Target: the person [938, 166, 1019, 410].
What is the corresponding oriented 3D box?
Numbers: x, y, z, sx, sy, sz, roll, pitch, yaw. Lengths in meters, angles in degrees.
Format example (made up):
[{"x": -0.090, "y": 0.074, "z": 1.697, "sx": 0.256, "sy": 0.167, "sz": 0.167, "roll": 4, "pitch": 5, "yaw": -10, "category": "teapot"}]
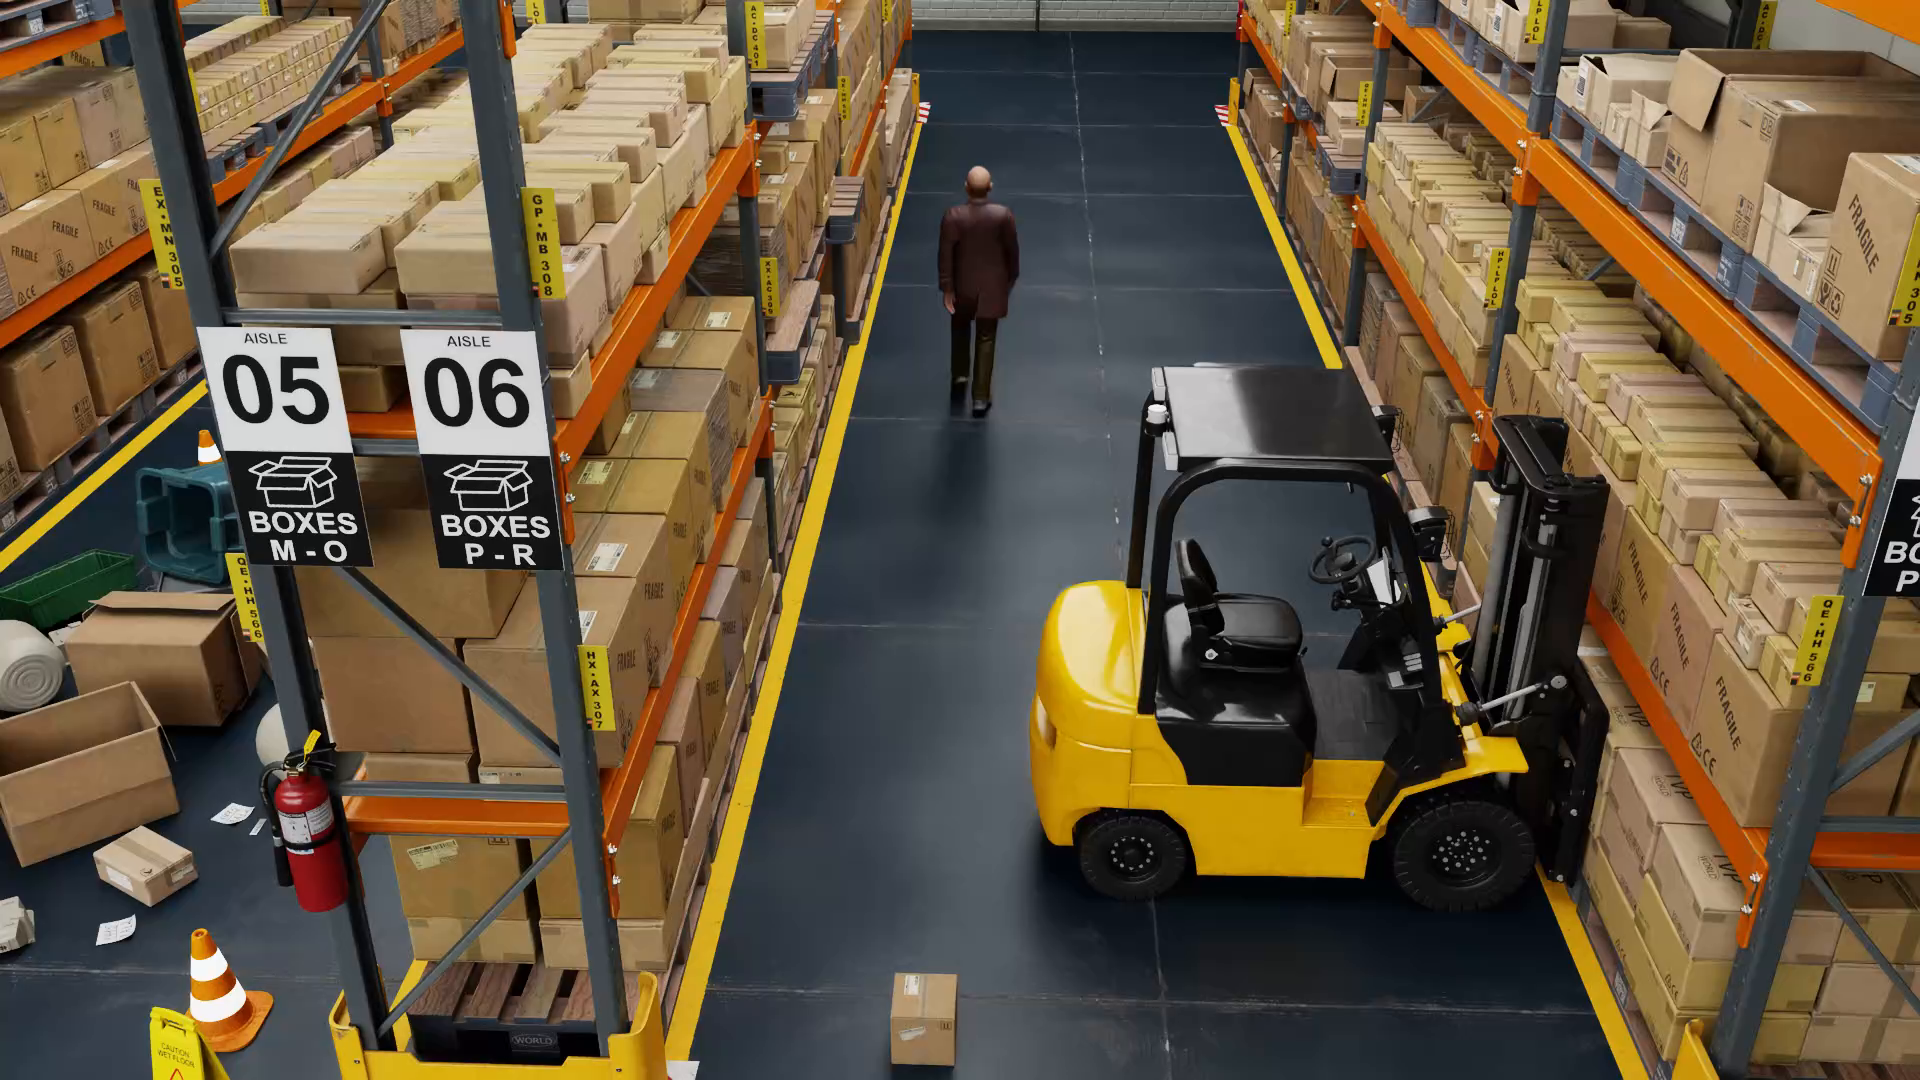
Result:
[{"x": 0.138, "y": -1.863, "z": 12.220, "sx": 0.596, "sy": 1.825, "sz": 0.811, "roll": 0, "pitch": 28, "yaw": 0, "category": "person"}]
